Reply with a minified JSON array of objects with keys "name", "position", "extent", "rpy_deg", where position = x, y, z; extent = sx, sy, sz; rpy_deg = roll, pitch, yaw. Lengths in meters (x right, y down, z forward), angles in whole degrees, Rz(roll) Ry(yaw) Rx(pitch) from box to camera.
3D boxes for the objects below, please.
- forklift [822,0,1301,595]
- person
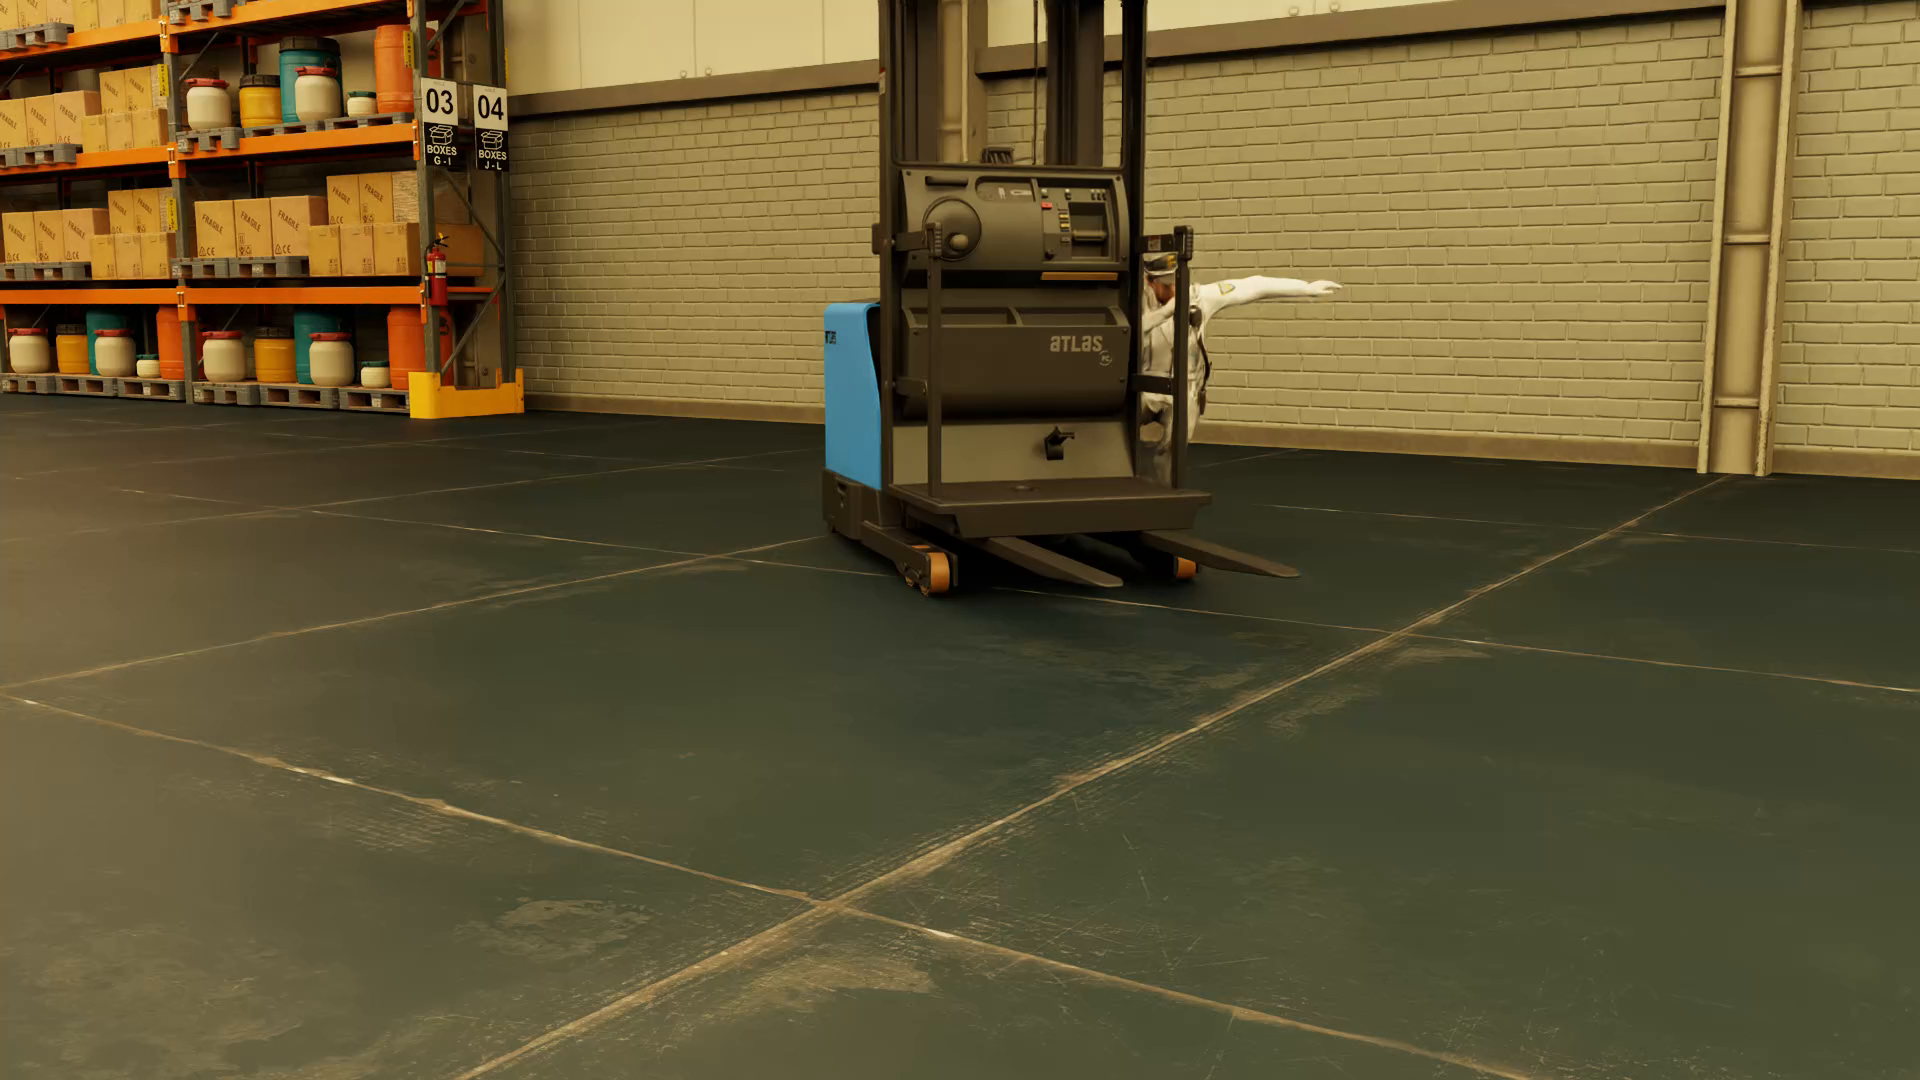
[{"name":"forklift","position":[0.294,-1.308,6.388],"extent":[1.130,2.935,3.031],"rpy_deg":[-3,8,-18]},{"name":"person","position":[1.043,-0.667,7.576],"extent":[1.394,1.369,0.690],"rpy_deg":[0,8,3]}]
